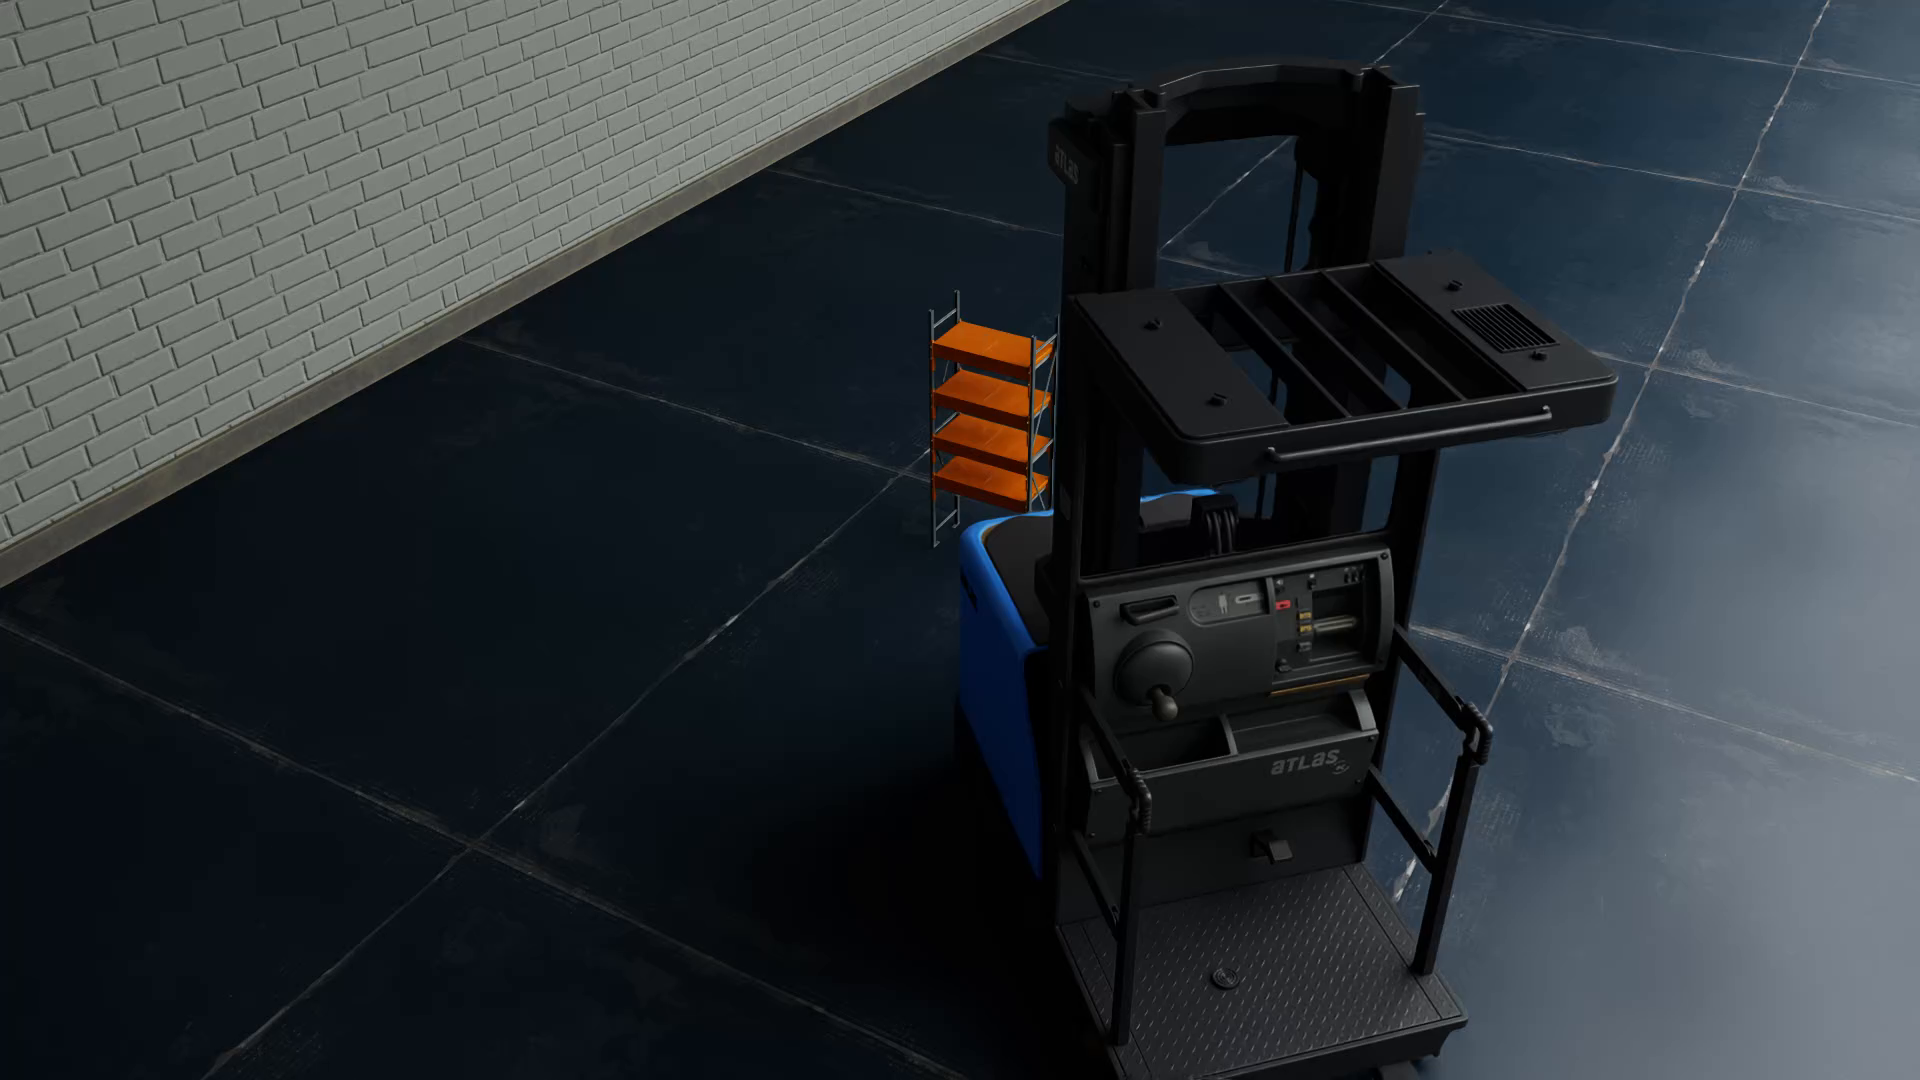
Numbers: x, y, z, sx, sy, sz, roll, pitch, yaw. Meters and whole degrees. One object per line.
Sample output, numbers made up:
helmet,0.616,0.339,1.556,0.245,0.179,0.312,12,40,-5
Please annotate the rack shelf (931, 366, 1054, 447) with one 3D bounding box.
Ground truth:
rack shelf,0.144,-0.584,7.234,0.480,0.148,0.258,18,37,24

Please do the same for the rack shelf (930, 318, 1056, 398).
rack shelf,0.144,-0.781,7.103,0.480,0.148,0.258,18,37,24

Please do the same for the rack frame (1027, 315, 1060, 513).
rack frame,0.356,-0.387,7.220,0.015,1.200,0.240,18,37,24

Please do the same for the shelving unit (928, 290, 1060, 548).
shelving unit,0.144,-0.454,7.320,0.503,1.200,0.258,18,37,24

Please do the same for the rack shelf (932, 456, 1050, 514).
rack shelf,0.144,-0.233,7.468,0.480,0.148,0.258,18,37,24

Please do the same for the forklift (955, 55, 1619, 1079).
forklift,0.870,0.326,4.587,1.130,2.935,3.031,-9,35,-13

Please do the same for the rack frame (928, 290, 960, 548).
rack frame,-0.068,-0.521,7.421,0.015,1.200,0.240,18,37,24

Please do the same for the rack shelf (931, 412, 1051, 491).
rack shelf,0.144,-0.398,7.358,0.480,0.148,0.258,18,37,24
